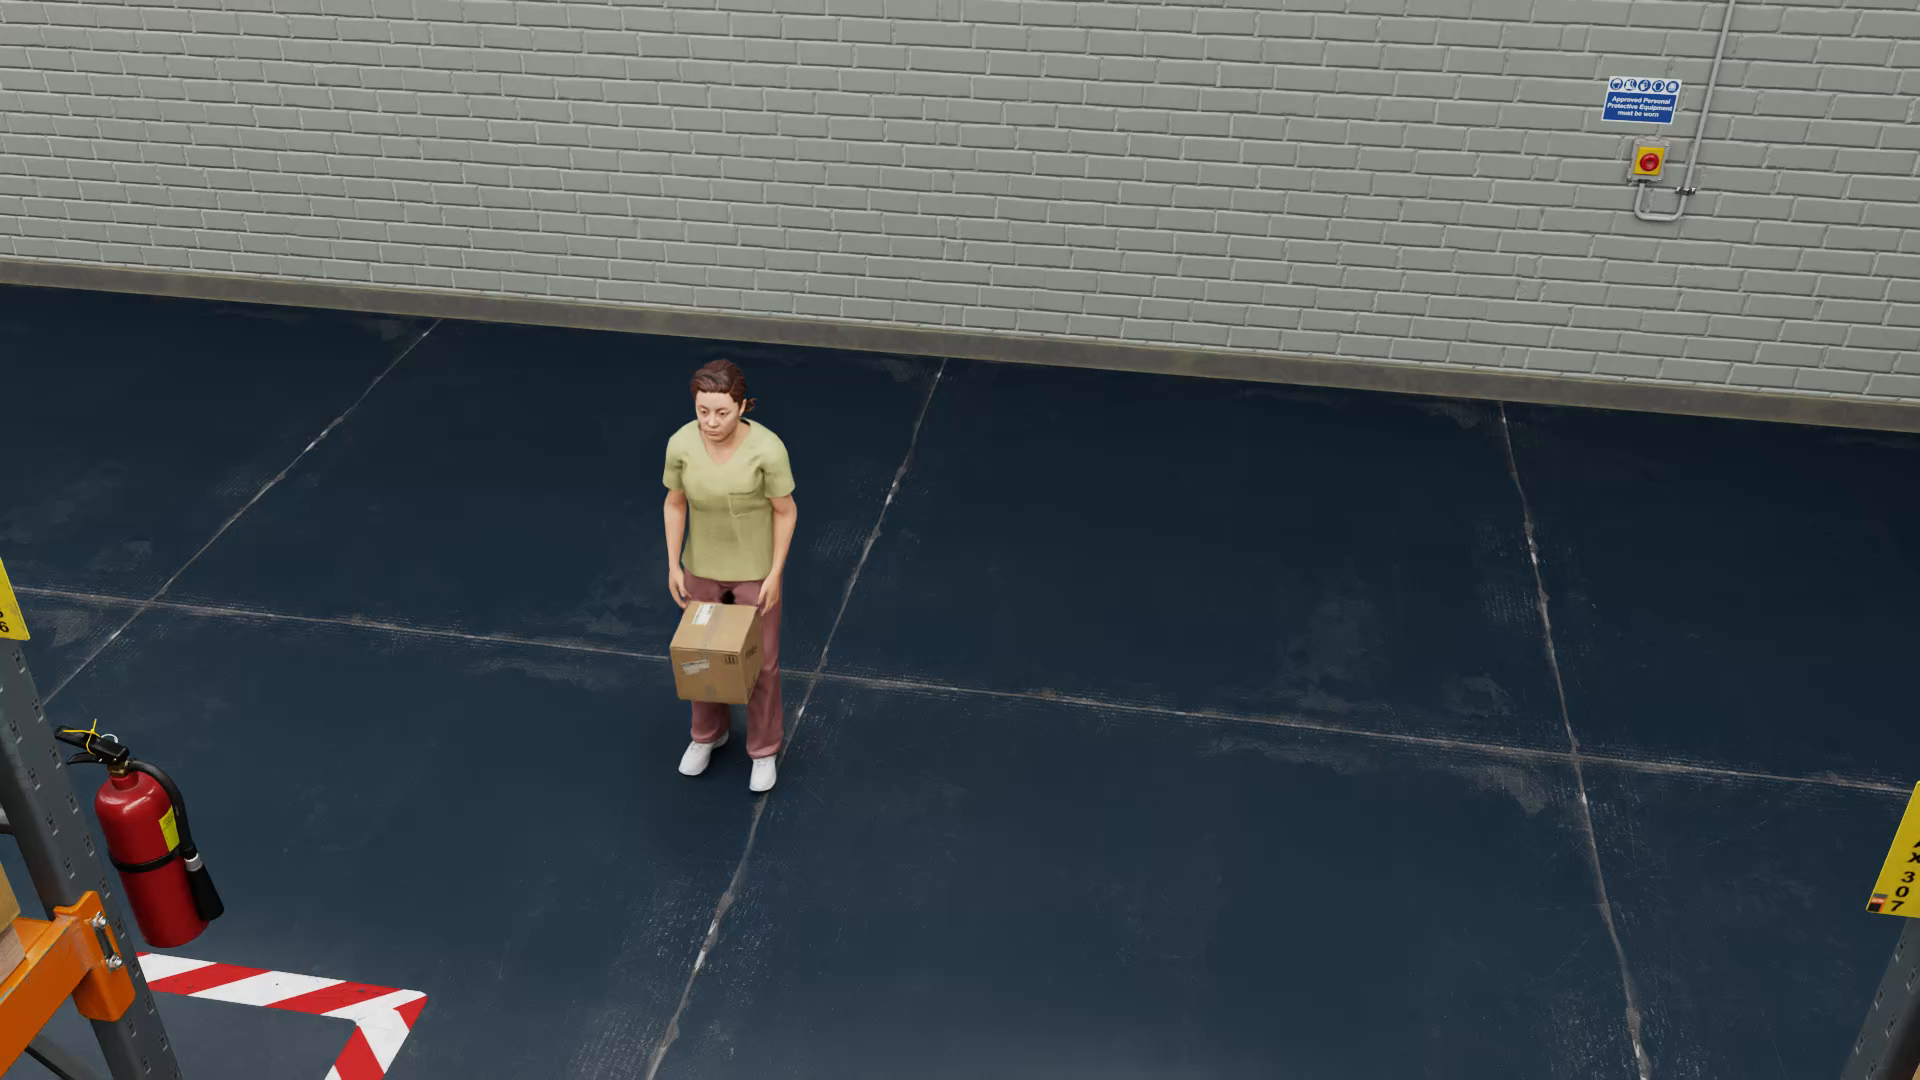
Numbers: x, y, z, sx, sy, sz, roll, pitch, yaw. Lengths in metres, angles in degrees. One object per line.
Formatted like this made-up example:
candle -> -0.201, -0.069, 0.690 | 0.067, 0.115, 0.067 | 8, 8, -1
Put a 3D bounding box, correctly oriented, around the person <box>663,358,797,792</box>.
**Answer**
person -> -0.818, 0.134, 5.924 | 0.477, 1.676, 0.414 | 5, 33, 7
